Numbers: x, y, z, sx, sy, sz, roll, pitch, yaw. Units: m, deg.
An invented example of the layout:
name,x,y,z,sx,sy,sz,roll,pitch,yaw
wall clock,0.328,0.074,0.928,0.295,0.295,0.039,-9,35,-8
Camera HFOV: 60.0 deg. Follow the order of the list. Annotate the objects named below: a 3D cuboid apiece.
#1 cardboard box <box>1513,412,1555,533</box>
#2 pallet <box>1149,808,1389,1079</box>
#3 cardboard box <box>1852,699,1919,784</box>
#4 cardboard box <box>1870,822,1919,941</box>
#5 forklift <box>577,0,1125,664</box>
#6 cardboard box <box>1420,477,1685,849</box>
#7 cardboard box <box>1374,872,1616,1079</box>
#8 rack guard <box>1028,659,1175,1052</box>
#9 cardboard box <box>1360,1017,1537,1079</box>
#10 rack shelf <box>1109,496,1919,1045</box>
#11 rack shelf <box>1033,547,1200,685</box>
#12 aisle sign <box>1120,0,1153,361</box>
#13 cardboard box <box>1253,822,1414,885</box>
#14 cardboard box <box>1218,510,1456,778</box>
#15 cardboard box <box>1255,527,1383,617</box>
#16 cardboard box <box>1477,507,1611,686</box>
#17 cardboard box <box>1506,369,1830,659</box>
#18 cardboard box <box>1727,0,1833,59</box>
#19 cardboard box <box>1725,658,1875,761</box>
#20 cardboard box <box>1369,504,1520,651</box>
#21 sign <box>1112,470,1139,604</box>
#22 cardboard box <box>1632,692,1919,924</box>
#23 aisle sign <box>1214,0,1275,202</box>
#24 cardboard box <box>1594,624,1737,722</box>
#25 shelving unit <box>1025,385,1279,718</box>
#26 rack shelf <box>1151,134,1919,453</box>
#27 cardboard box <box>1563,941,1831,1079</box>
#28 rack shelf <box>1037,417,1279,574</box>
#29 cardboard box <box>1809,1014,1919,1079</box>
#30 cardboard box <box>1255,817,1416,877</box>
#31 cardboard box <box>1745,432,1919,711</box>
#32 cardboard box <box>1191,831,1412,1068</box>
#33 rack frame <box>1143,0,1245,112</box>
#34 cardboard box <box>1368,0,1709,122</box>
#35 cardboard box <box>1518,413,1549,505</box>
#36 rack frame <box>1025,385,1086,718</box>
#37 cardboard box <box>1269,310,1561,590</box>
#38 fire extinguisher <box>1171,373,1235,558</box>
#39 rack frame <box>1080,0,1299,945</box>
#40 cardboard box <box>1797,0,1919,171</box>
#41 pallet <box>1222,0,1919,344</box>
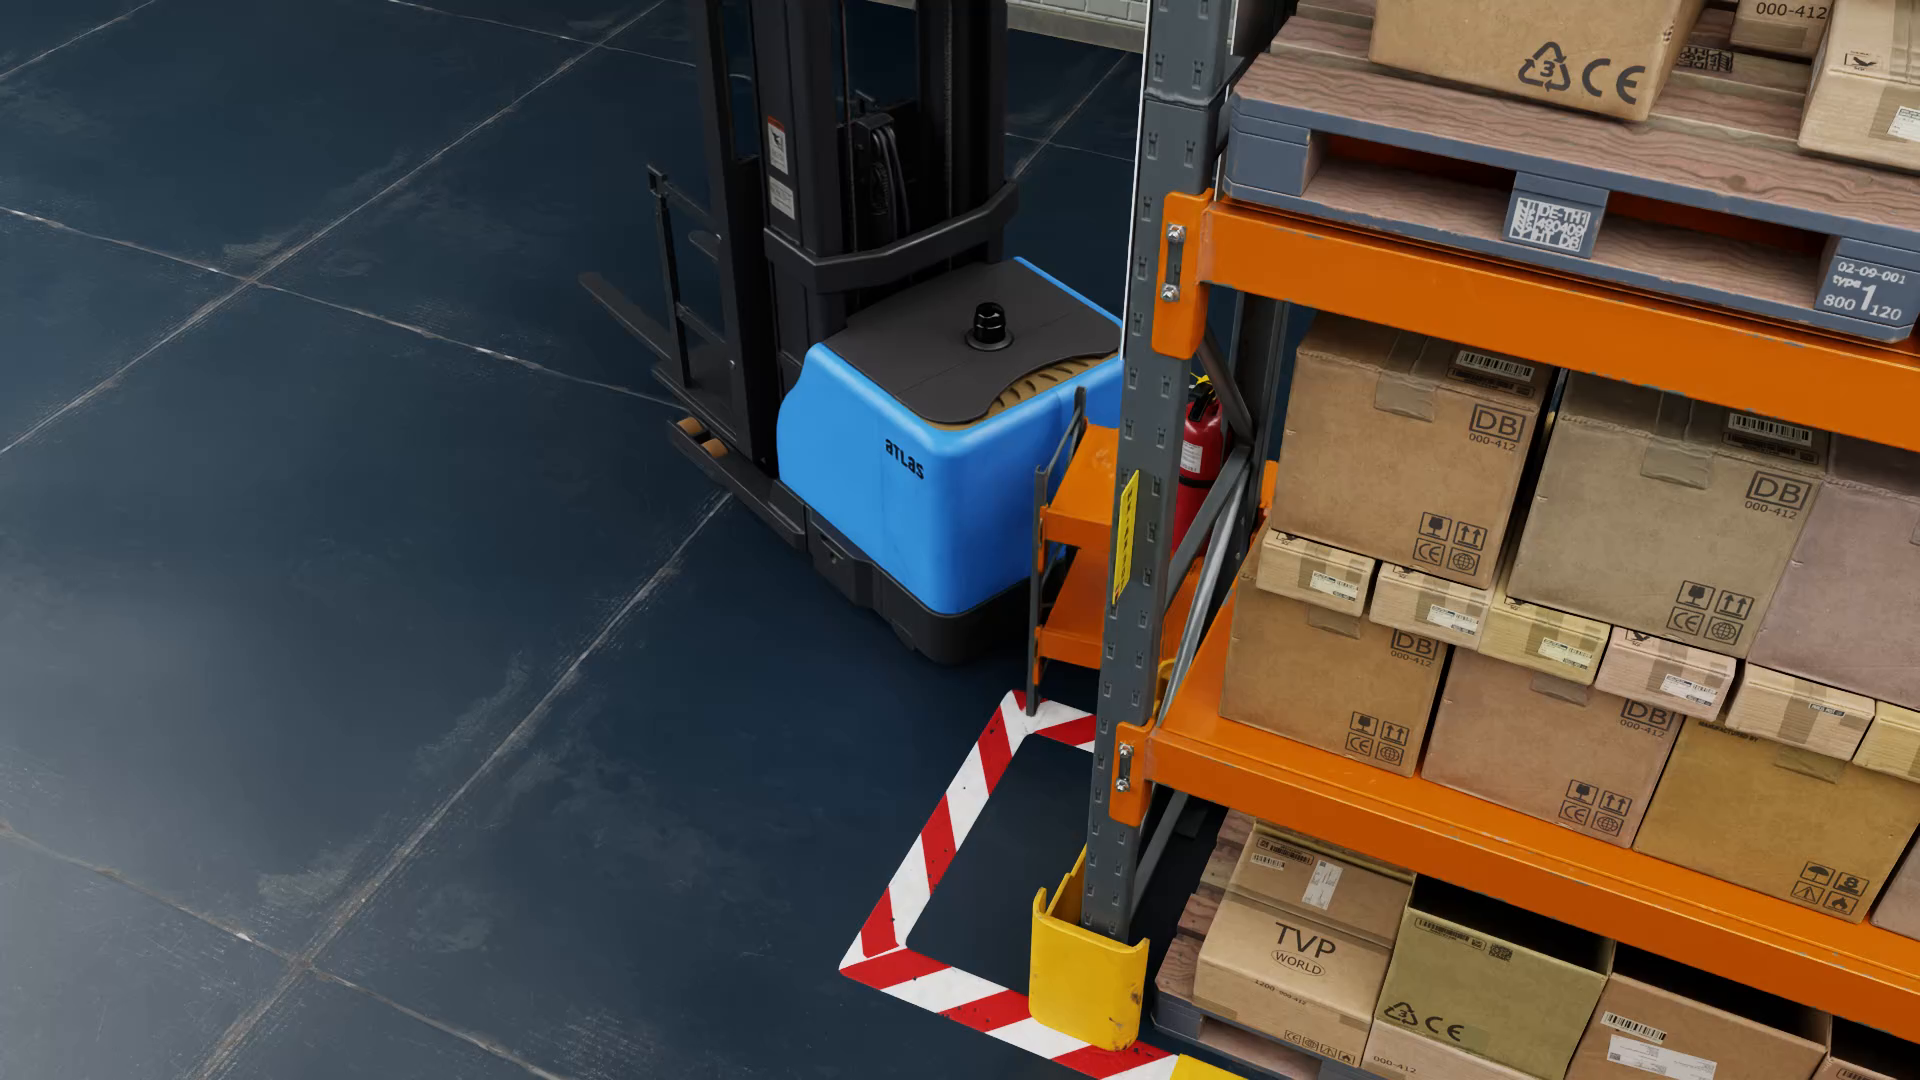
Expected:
name,x,y,z,sx,sy,sz,roll,pitch,yaw
cardboard box,1.509,-0.122,4.029,0.250,0.149,0.380,16,44,18
pallet,1.323,1.266,5.128,1.213,0.211,1.003,17,44,19
cardboard box,2.045,0.335,3.502,0.250,0.149,0.380,16,44,18
cardboard box,2.434,0.552,3.747,0.500,0.500,0.700,18,44,20
forklift,-0.598,-1.554,6.305,1.130,2.935,3.031,-28,48,-28
cardboard box,1.508,0.267,4.075,0.500,0.500,0.700,18,44,20
cardboard box,1.458,1.041,4.465,0.500,0.500,0.500,17,44,19
rack guard,0.591,0.964,5.257,0.348,0.500,1.175,17,44,19
cardboard box,1.459,1.323,4.712,0.500,0.250,0.500,17,44,19
rack shelf,2.425,0.851,4.027,4.000,0.370,1.077,17,44,19
rack shelf,0.814,0.352,5.858,1.000,0.278,0.538,13,43,14
aisle sign,0.424,-0.793,3.390,0.004,0.787,0.394,17,44,19
cardboard box,1.223,0.879,5.224,0.500,0.250,0.500,17,44,19
cardboard box,1.030,0.125,4.239,0.500,0.500,0.700,17,44,19
cardboard box,0.877,-0.021,3.912,0.250,0.149,0.380,17,44,18
cardboard box,1.343,0.121,3.749,0.250,0.149,0.380,17,44,19
cardboard box,1.557,-0.208,3.633,0.500,0.500,0.700,16,43,18
cardboard box,1.768,-1.100,3.126,0.500,0.250,0.500,17,44,19
cardboard box,1.813,0.264,3.583,0.250,0.149,0.380,16,43,17
cardboard box,1.118,0.051,3.830,0.250,0.149,0.380,16,43,18
sign,0.372,-0.004,3.743,0.005,0.325,0.100,17,44,19
cardboard box,1.956,0.408,3.912,0.500,0.500,0.700,17,44,19
aisle sign,0.677,-1.149,3.801,0.004,0.787,0.394,17,44,19
cardboard box,1.571,0.192,3.667,0.250,0.149,0.380,16,44,18
shelving unit,0.814,0.167,5.698,1.048,1.125,0.538,13,43,14
rack shelf,2.425,-0.282,3.044,4.000,0.370,1.077,17,44,19
cardboard box,1.917,1.171,4.315,0.500,0.500,0.500,17,44,19
rack shelf,0.814,-0.054,5.507,1.000,0.278,0.538,13,43,14
cardboard box,2.363,1.320,4.143,0.500,0.500,0.500,17,44,19
cardboard box,1.224,0.595,4.980,0.500,0.500,0.500,17,44,19
cardboard box,2.014,-0.069,3.473,0.500,0.500,0.700,17,44,19
cardboard box,1.005,1.187,4.870,0.500,0.250,0.500,17,44,19
rack frame,0.613,-2.241,2.465,0.127,3.000,1.000,17,44,19
cardboard box,1.132,-1.197,3.044,0.637,0.503,0.797,20,45,22
cardboard box,1.277,-0.193,4.111,0.250,0.149,0.380,18,44,20
rack frame,0.333,0.059,5.823,0.032,1.125,0.500,13,43,14
cardboard box,1.078,-0.351,3.798,0.500,0.500,0.700,17,44,19
fire extinguisher,0.702,-0.254,4.811,0.183,0.674,0.296,17,44,19
rack frame,0.613,0.026,4.430,0.127,3.000,1.000,17,44,19
cardboard box,1.604,-0.794,2.850,0.250,0.149,0.380,17,44,19
pallet,1.242,-0.863,3.233,1.213,0.211,1.003,17,44,19
